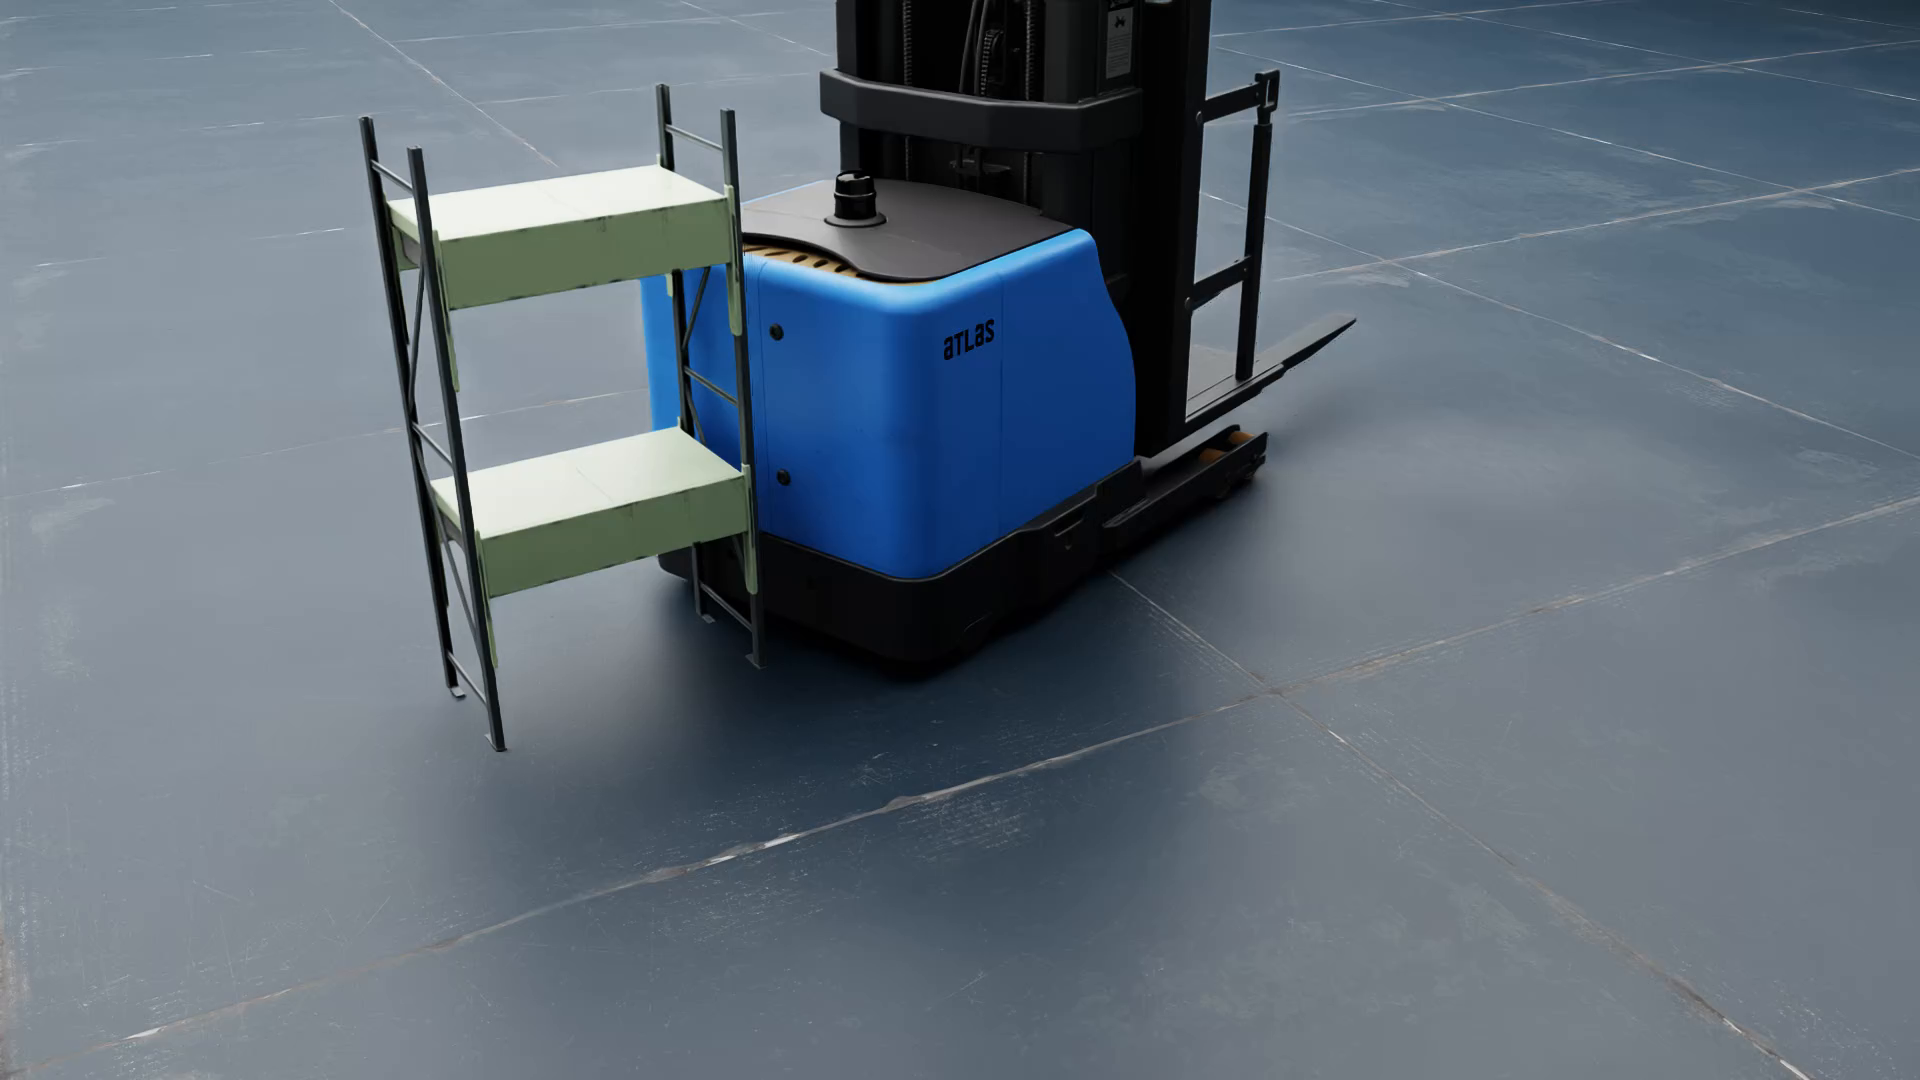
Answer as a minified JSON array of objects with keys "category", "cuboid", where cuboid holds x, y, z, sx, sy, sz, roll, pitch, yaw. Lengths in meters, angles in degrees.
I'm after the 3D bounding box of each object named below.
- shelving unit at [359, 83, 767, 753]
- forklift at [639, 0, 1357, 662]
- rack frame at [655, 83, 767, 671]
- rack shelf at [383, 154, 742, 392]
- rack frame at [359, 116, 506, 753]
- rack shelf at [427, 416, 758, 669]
[{"category":"shelving unit","cuboid":[-0.949,-0.307,4.156,0.755,1.500,0.431,-16,30,-30]},{"category":"forklift","cuboid":[0.392,-1.573,5.140,1.130,2.935,3.031,18,31,33]},{"category":"rack frame","cuboid":[-0.643,-0.394,4.339,0.023,1.500,0.400,-16,30,-30]},{"category":"rack shelf","cuboid":[-0.949,-0.659,3.988,0.720,0.370,0.431,-16,30,-30]},{"category":"rack frame","cuboid":[-1.254,-0.220,3.974,0.023,1.500,0.400,-16,30,-30]},{"category":"rack shelf","cuboid":[-0.949,-0.013,4.298,0.720,0.370,0.431,-16,30,-30]}]
